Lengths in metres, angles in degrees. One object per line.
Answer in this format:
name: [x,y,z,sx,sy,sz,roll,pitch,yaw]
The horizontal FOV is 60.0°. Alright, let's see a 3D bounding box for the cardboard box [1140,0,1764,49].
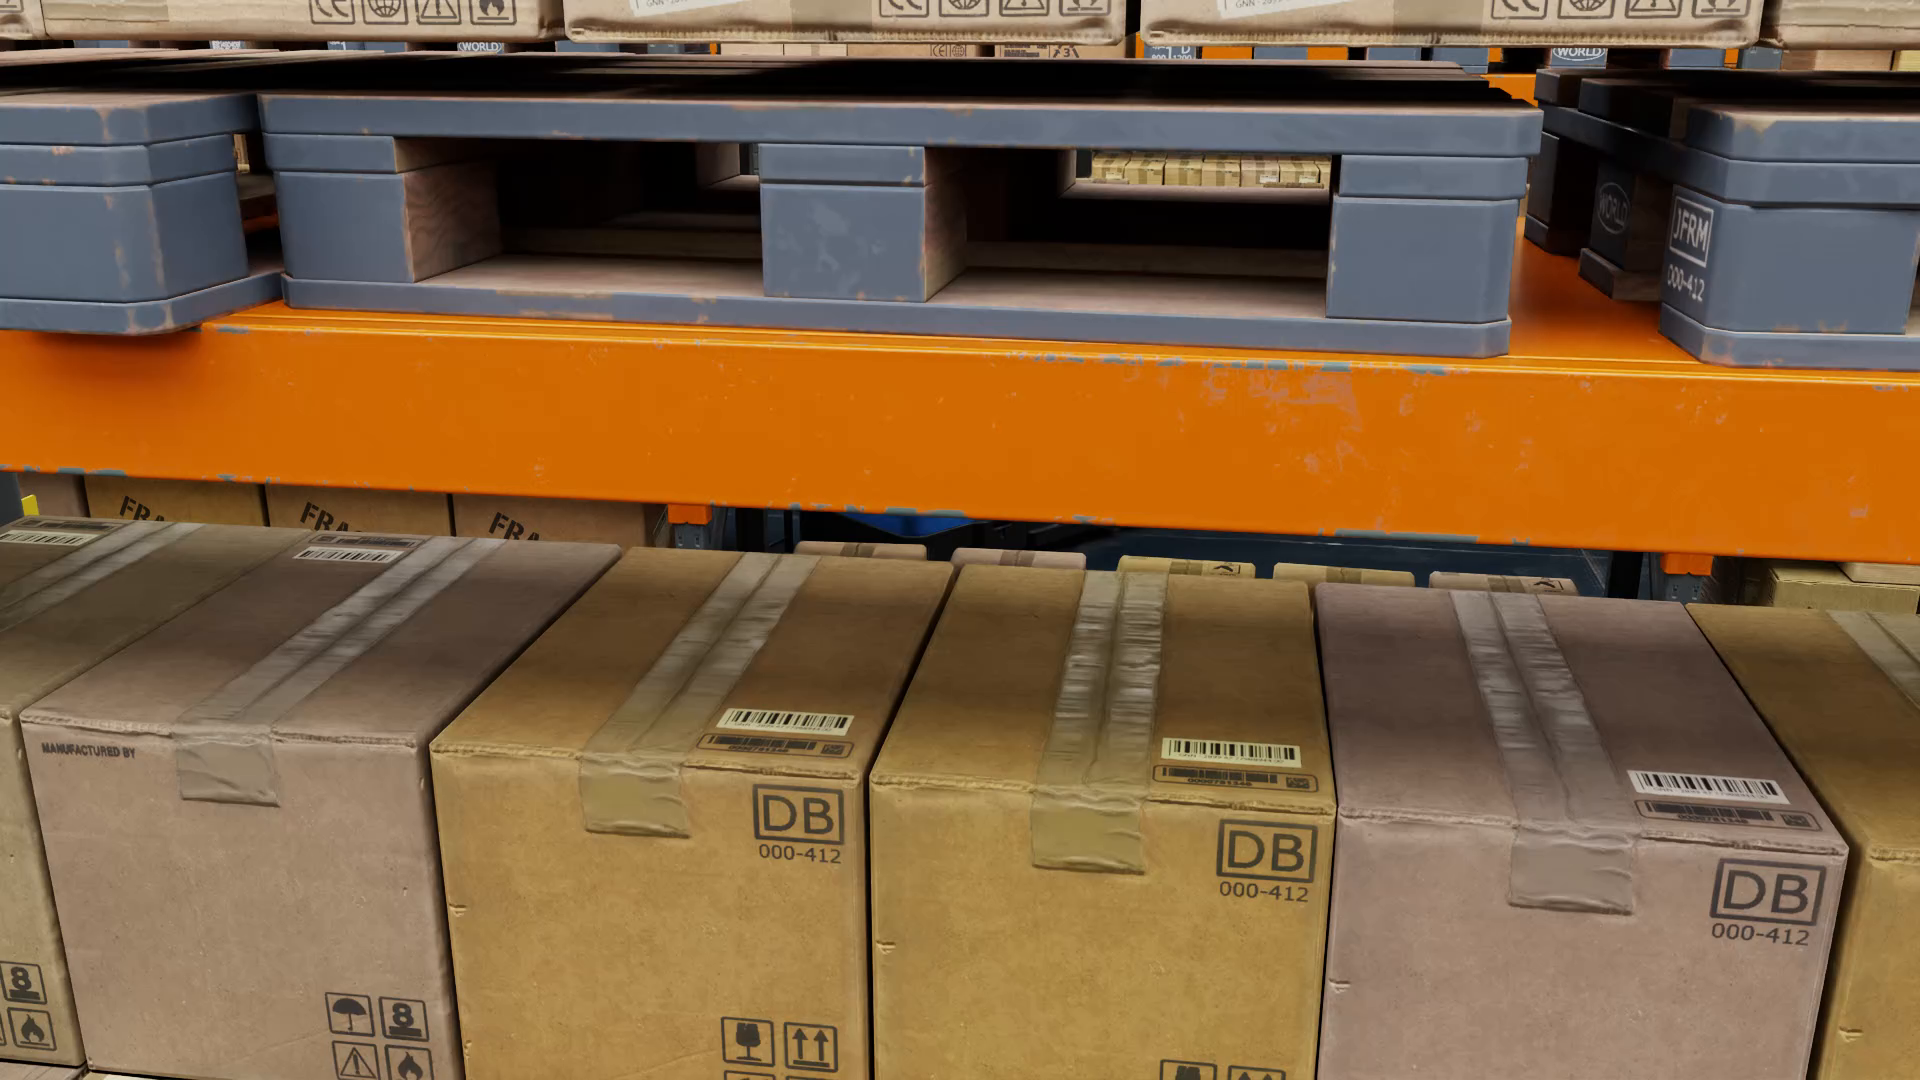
cardboard box: [0.430,-0.633,1.562,0.500,0.311,0.500,2,19,7]

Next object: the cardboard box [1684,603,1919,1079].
cardboard box: [1.197,0.443,2.019,0.500,0.500,0.700,3,19,8]

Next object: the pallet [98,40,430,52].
pallet: [-2.817,-2.149,7.067,1.213,0.211,1.003,4,19,11]

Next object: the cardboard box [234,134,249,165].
cardboard box: [-5.662,-3.085,12.881,0.500,0.500,0.500,2,19,7]

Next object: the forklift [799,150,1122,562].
forklift: [0.499,-1.540,9.787,3.031,2.935,1.130,-16,25,-40]

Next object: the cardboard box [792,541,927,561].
cardboard box: [-0.512,0.334,7.557,0.625,0.372,0.950,2,19,5]

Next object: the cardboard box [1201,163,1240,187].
cardboard box: [1.752,-2.445,11.204,0.250,0.149,0.380,2,19,7]

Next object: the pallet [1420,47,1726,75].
pallet: [2.289,-1.941,6.445,1.003,0.211,1.213,3,19,9]

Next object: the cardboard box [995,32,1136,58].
cardboard box: [0.443,-2.148,6.606,0.637,0.503,0.797,3,19,9]

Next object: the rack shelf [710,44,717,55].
rack shelf: [-2.259,-3.482,11.888,4.000,0.370,1.077,3,19,9]

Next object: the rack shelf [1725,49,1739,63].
rack shelf: [5.640,-3.079,10.685,4.000,0.370,1.077,3,19,9]

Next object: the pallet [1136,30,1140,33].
pallet: [1.504,-3.571,11.319,1.213,0.211,1.003,4,19,11]

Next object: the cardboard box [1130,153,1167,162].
cardboard box: [1.350,-2.677,11.897,0.250,0.149,0.380,3,19,8]

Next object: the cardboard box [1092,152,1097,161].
cardboard box: [0.844,-2.701,11.968,0.250,0.149,0.380,3,19,8]

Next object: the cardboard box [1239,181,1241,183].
cardboard box: [2.205,-2.428,11.781,0.500,0.250,0.500,2,19,7]

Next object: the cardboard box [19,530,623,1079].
cardboard box: [-0.812,0.341,2.324,0.500,0.500,0.700,3,19,8]

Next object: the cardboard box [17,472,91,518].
cardboard box: [-4.393,-0.131,8.154,0.875,0.875,0.875,4,19,10]

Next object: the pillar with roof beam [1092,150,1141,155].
pillar with roof beam: [0.463,-4.013,7.614,0.400,9.000,9.100,3,19,9]

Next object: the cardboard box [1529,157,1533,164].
cardboard box: [4.028,-2.673,11.416,0.250,0.149,0.380,3,19,9]

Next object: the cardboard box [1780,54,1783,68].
cardboard box: [3.242,-1.926,6.501,0.250,0.149,0.380,3,19,9]

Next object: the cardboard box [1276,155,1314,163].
cardboard box: [2.352,-2.608,11.690,0.250,0.149,0.380,3,19,9]

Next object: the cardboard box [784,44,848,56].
cardboard box: [-0.532,-2.021,6.601,0.258,0.266,0.396,3,19,9]

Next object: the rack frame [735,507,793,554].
rack frame: [-1.092,-0.566,9.130,0.032,1.500,0.500,10,21,27]

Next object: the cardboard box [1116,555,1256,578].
cardboard box: [0.966,0.409,7.334,0.625,0.372,0.950,4,19,10]

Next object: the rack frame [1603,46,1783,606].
rack frame: [2.881,-0.543,6.699,0.127,3.000,1.000,3,19,9]

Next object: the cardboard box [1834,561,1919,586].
cardboard box: [3.535,0.038,6.430,0.250,0.149,0.380,3,19,9]

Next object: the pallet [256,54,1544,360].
pallet: [-0.005,-0.450,1.992,1.213,0.211,1.003,4,19,11]

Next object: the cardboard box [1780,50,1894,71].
cardboard box: [3.153,-1.753,5.984,0.250,0.149,0.380,3,19,8]

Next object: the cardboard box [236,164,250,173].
cardboard box: [-3.527,-1.468,7.730,0.500,0.500,0.500,3,19,10]

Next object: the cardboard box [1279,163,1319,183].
cardboard box: [2.272,-2.442,11.193,0.250,0.149,0.380,2,19,7]

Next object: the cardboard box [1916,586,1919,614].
cardboard box: [3.952,0.344,6.539,0.500,0.500,0.500,4,19,11]

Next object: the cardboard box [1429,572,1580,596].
cardboard box: [2.363,0.478,7.126,0.625,0.372,0.950,3,19,9]

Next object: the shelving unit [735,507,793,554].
shelving unit: [-1.536,-0.644,9.363,1.048,1.500,0.538,10,21,27]

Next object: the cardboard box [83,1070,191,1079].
cardboard box: [-0.850,0.896,2.241,0.500,0.500,0.500,3,19,8]

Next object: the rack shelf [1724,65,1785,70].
rack shelf: [4.856,-1.524,6.036,4.000,0.370,1.077,3,19,9]

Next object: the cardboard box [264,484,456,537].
cardboard box: [-2.617,-0.043,7.891,0.875,0.875,0.875,3,19,9]

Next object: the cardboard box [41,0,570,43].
cardboard box: [-0.579,-0.656,1.726,0.500,0.250,0.500,3,19,10]

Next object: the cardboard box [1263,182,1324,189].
cardboard box: [1.384,-1.395,6.935,0.250,0.149,0.380,4,19,12]

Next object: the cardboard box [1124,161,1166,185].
cardboard box: [1.260,-2.485,11.322,0.250,0.149,0.380,3,19,10]

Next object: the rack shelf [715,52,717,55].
rack shelf: [-3.043,-1.926,7.240,4.000,0.370,1.077,3,19,9]

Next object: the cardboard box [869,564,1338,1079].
cardboard box: [0.199,0.391,2.173,0.500,0.500,0.700,3,19,8]

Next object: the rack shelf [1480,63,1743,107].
rack shelf: [0.907,-1.725,6.638,4.000,0.370,1.077,3,19,9]

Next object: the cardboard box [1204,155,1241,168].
cardboard box: [1.854,-2.630,11.755,0.250,0.149,0.380,3,19,9]
